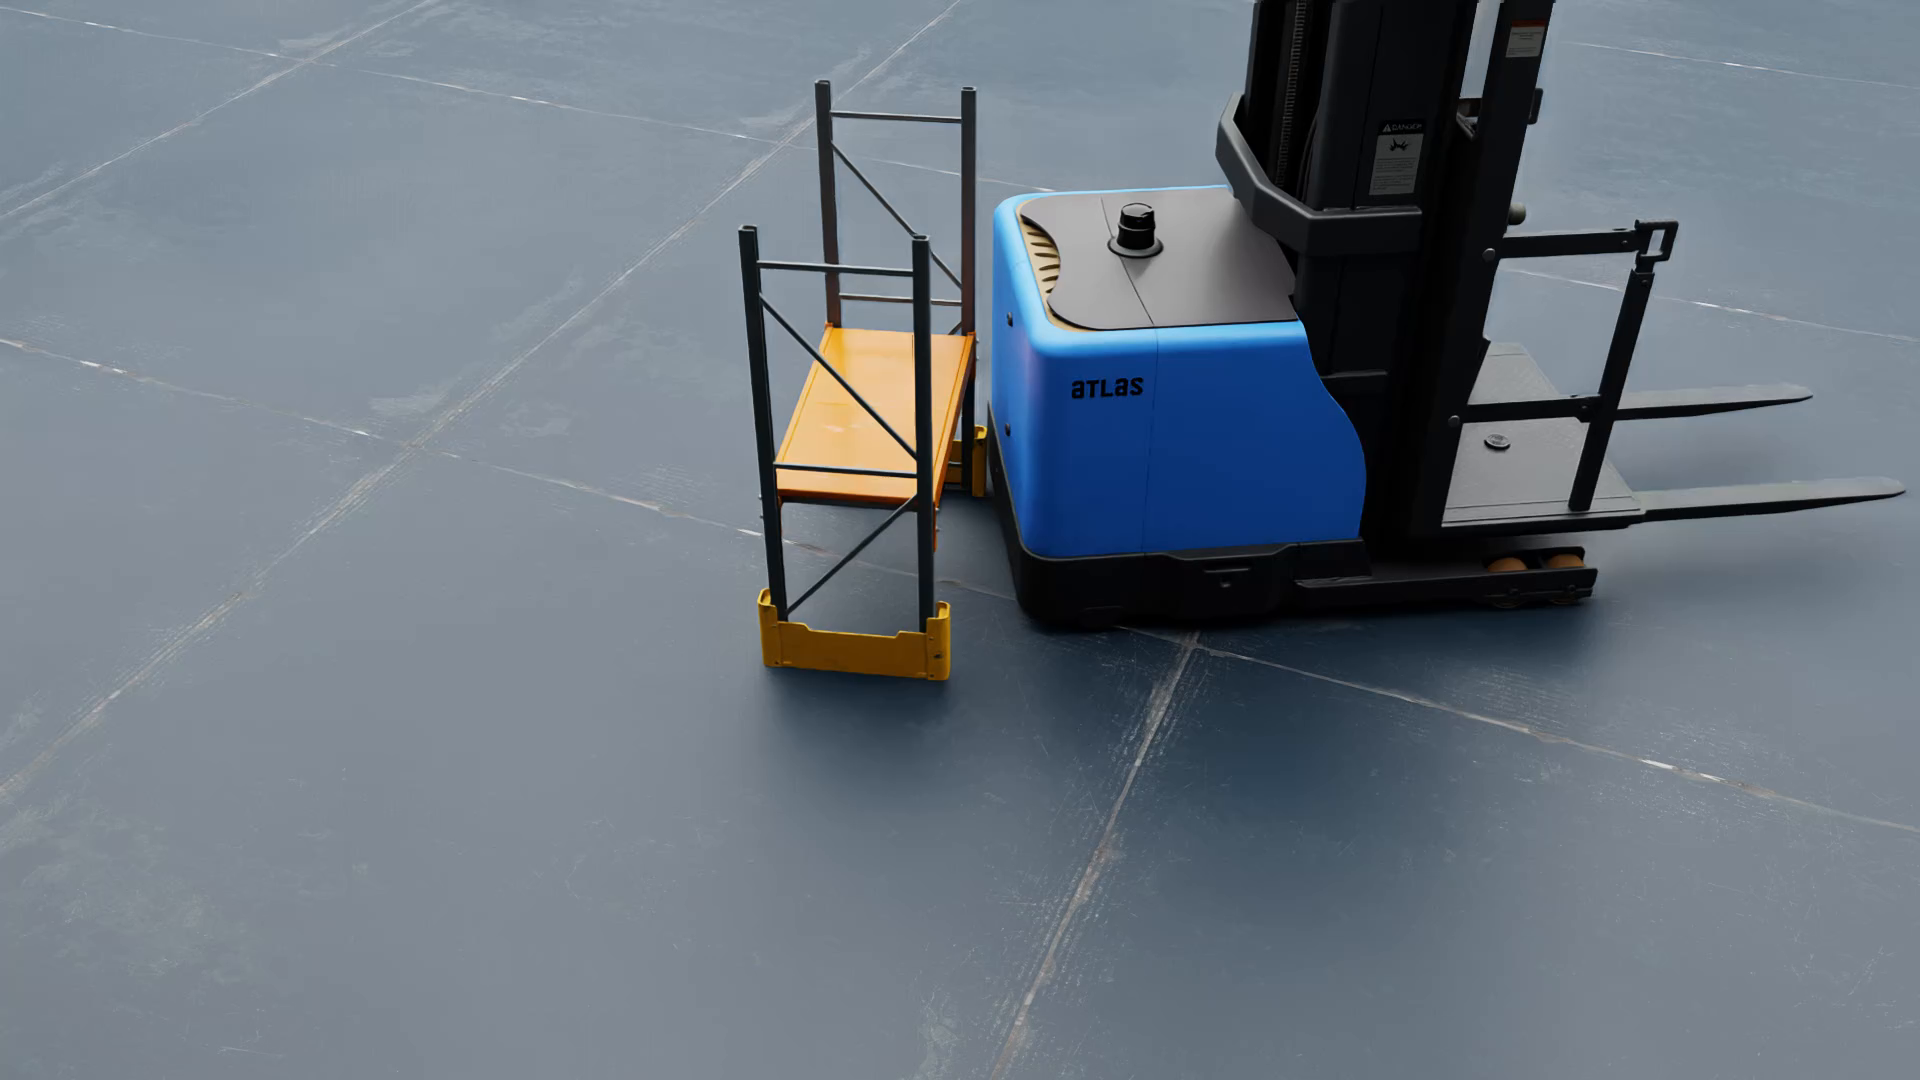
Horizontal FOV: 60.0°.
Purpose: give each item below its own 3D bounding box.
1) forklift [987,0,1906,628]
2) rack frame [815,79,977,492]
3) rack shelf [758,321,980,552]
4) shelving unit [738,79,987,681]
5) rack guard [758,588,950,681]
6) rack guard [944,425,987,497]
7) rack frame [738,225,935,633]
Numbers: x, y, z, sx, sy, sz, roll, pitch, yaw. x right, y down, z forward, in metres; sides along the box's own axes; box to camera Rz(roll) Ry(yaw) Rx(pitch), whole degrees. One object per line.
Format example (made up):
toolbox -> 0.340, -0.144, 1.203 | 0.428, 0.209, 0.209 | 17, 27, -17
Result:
forklift -> 1.649, -1.263, 4.991 | 3.031, 2.935, 1.130 | -4, 37, -5
rack frame -> -0.199, -0.800, 5.568 | 0.500, 1.500, 0.032 | 4, 37, 6
rack shelf -> -0.263, -0.354, 5.271 | 0.538, 0.185, 1.000 | 4, 37, 6
shelving unit -> -0.262, -0.503, 5.171 | 0.587, 1.500, 1.083 | 4, 37, 6
rack guard -> -0.325, 0.293, 5.149 | 0.587, 0.250, 0.087 | 4, 37, 6
rack guard -> -0.199, -0.299, 5.941 | 0.587, 0.250, 0.087 | 4, 37, 6
rack frame -> -0.327, -0.196, 4.760 | 0.500, 1.500, 0.032 | 4, 37, 6
